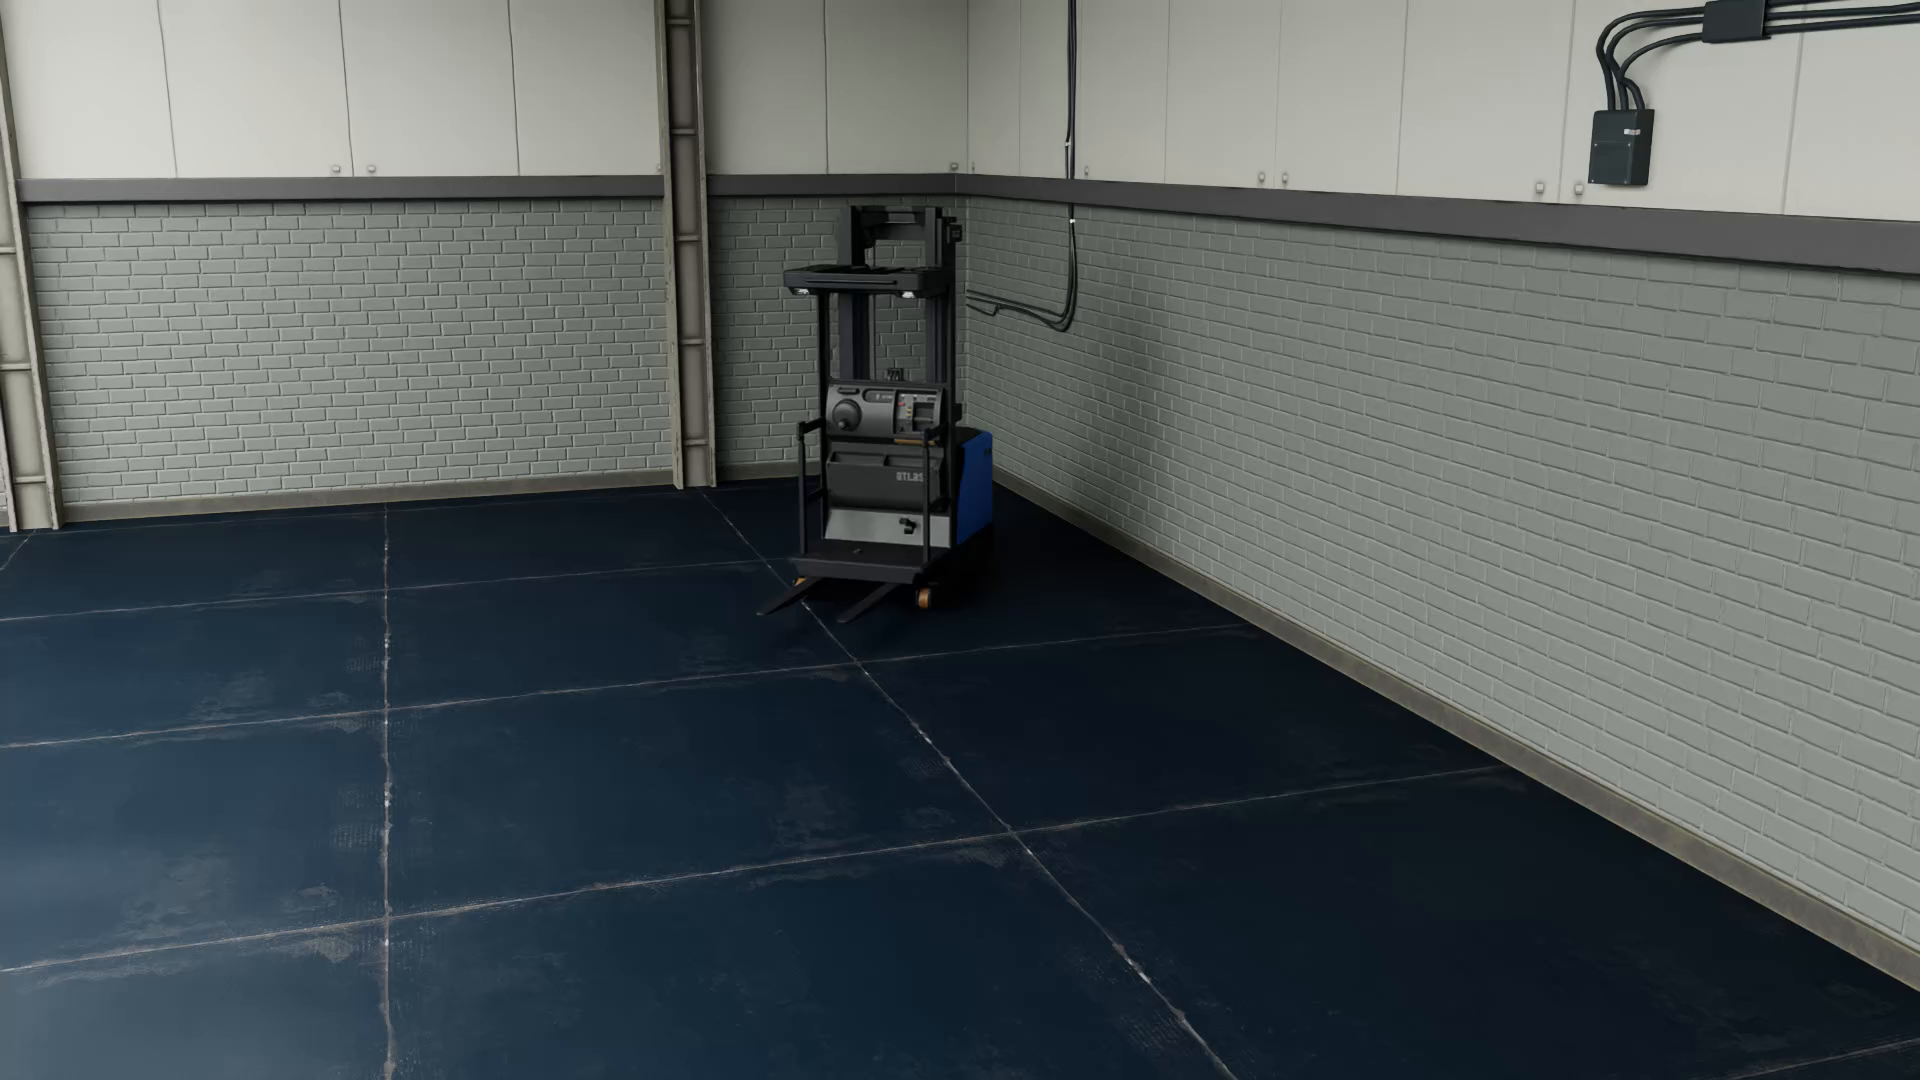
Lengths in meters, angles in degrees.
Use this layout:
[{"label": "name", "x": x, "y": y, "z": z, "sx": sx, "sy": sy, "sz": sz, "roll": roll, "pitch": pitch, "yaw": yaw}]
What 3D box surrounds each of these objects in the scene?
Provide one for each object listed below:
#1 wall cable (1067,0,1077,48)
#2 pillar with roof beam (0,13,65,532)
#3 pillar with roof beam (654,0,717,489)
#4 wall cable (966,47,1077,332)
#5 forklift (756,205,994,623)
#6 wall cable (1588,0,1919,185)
[{"label": "wall cable", "x": 1.367, "y": -5.221, "z": 12.940, "sx": 0.112, "sy": 2.526, "sz": 3.097, "roll": -4, "pitch": 14, "yaw": -18}, {"label": "pillar with roof beam", "x": -7.024, "y": -3.553, "z": 10.134, "sx": 0.400, "sy": 9.000, "sz": 9.100, "roll": -4, "pitch": 14, "yaw": -18}, {"label": "pillar with roof beam", "x": -1.337, "y": -3.996, "z": 11.996, "sx": 0.400, "sy": 9.000, "sz": 9.100, "roll": -4, "pitch": 14, "yaw": -18}, {"label": "wall cable", "x": 0.504, "y": -3.357, "z": 16.019, "sx": 0.112, "sy": 2.526, "sz": 3.097, "roll": -4, "pitch": 14, "yaw": -18}, {"label": "forklift", "x": -0.642, "y": -1.009, "z": 12.549, "sx": 1.130, "sy": 2.935, "sz": 3.031, "roll": 4, "pitch": 14, "yaw": 17}, {"label": "wall cable", "x": 3.517, "y": -4.439, "z": 6.508, "sx": 0.169, "sy": 6.003, "sz": 2.305, "roll": -4, "pitch": 14, "yaw": -18}]
